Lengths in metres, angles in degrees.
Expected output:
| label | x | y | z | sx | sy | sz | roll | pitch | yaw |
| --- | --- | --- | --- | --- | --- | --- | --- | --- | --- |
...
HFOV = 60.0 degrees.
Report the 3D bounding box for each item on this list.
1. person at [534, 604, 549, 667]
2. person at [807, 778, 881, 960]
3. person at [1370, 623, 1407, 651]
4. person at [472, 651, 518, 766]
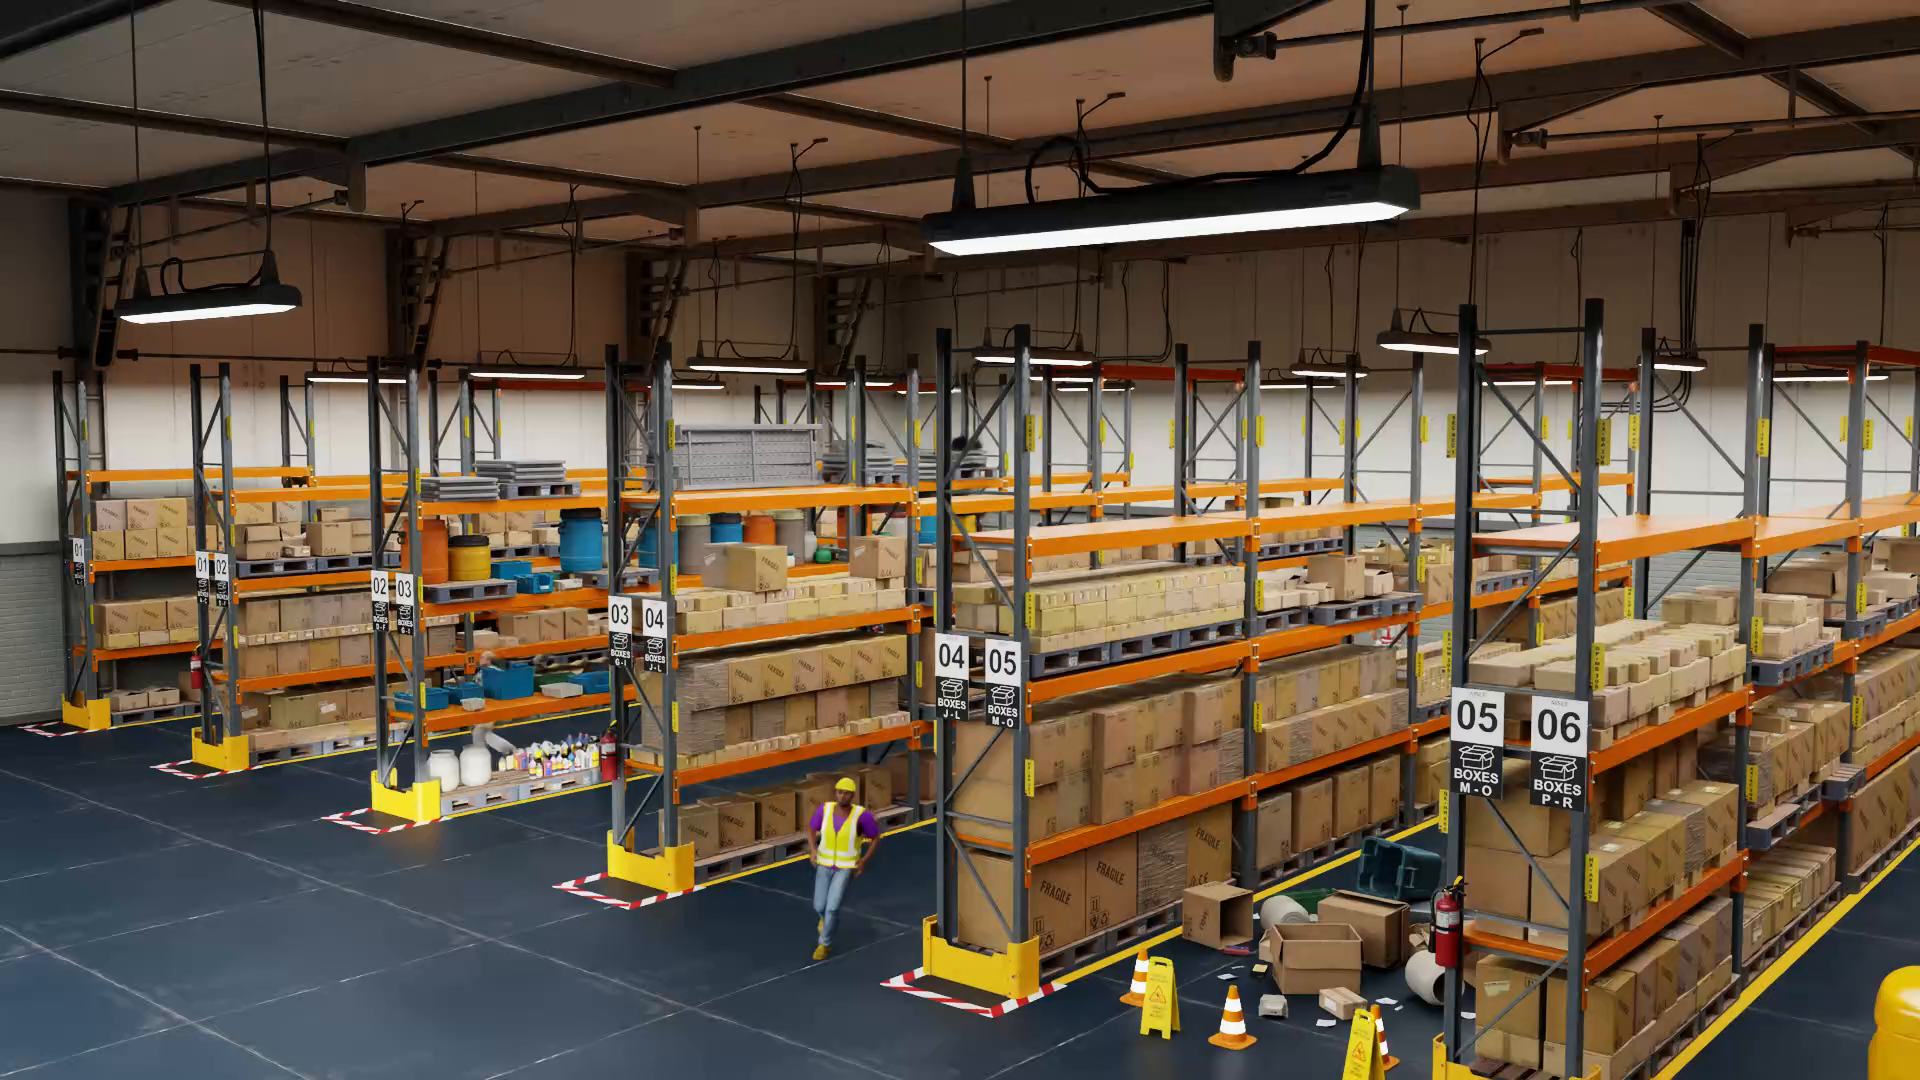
| label | x | y | z | sx | sy | sz | roll | pitch | yaw |
| --- | --- | --- | --- | --- | --- | --- | --- | --- | --- |
| person | -7.954 | 1.986 | 31.667 | 0.655 | 1.750 | 0.731 | 3 | 5 | 37 |
| person | -1.140 | 3.151 | 16.137 | 0.732 | 1.735 | 0.625 | 1 | 4 | 10 |
| person | 8.140 | 2.029 | 31.410 | 0.695 | 1.779 | 0.745 | -2 | 5 | -24 |
| person | -6.916 | 2.499 | 24.408 | 0.888 | 1.764 | 0.732 | -3 | 5 | -33 |
